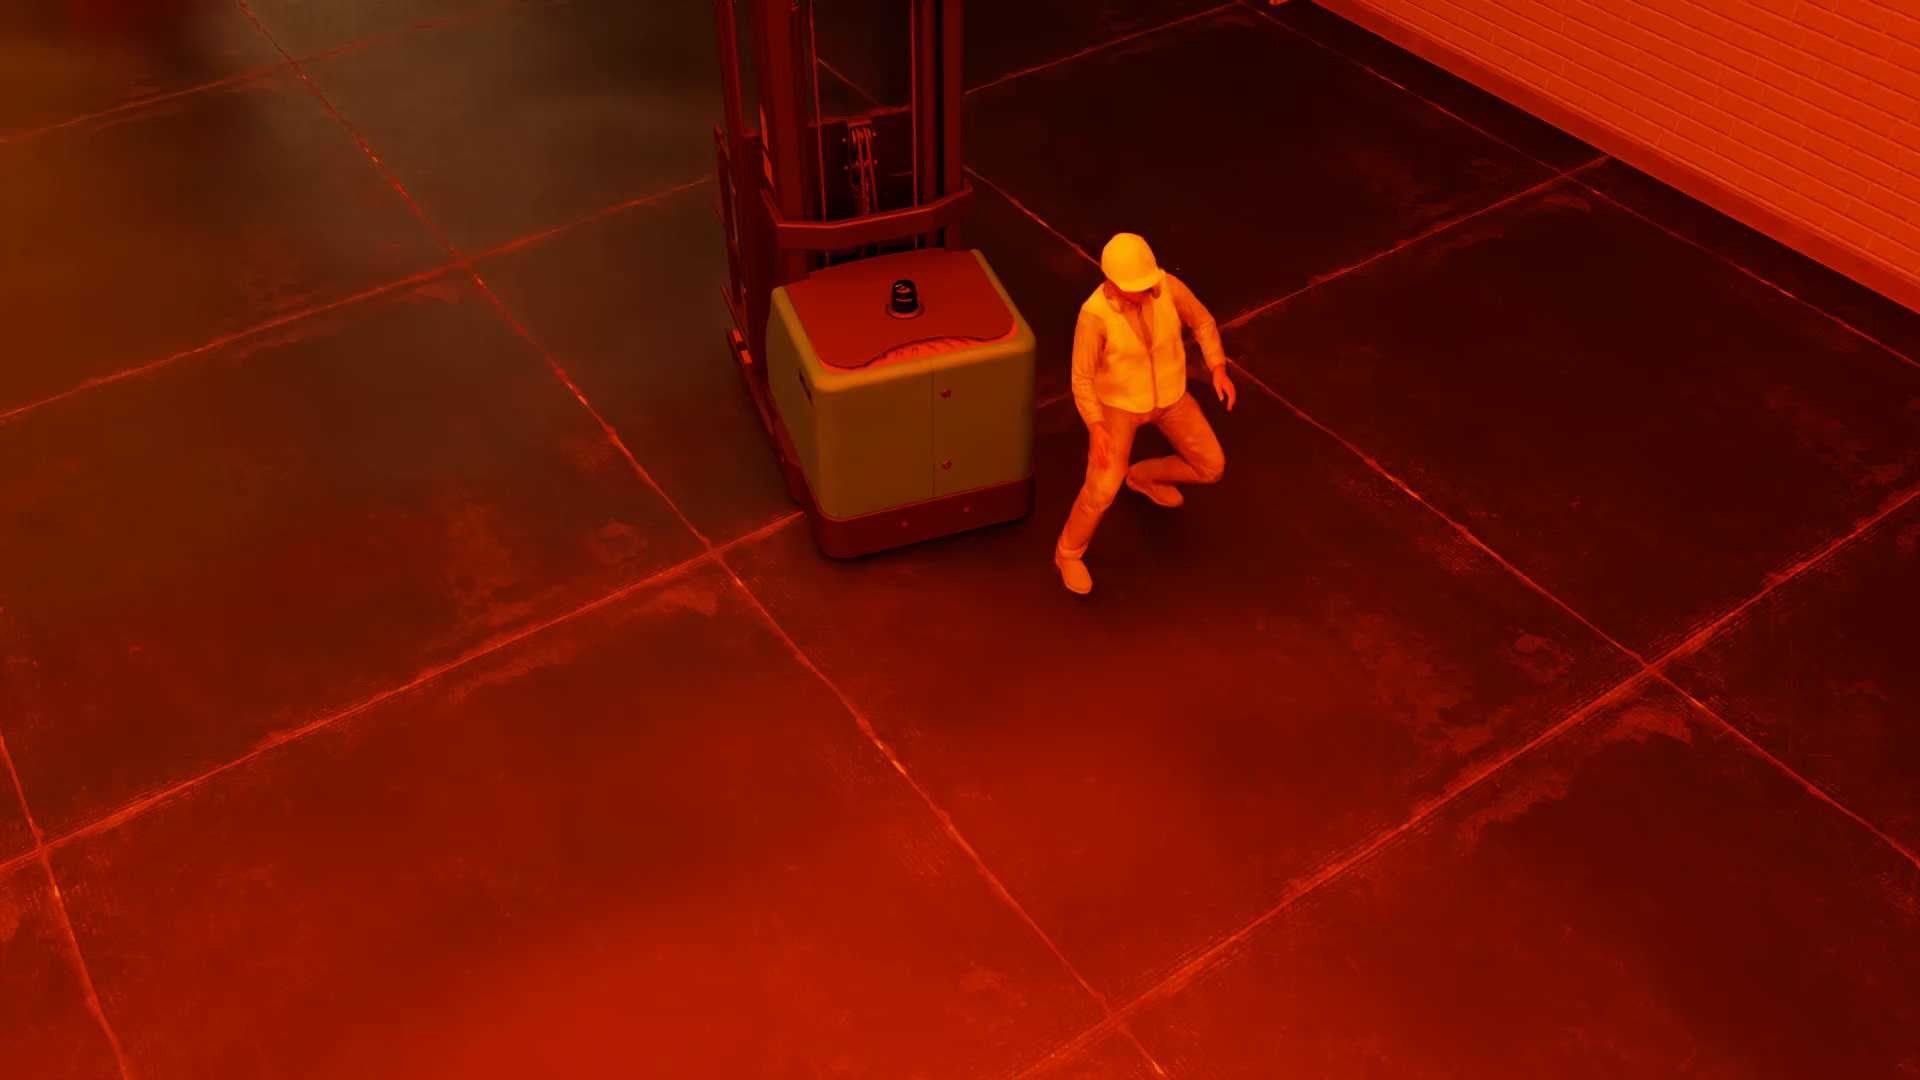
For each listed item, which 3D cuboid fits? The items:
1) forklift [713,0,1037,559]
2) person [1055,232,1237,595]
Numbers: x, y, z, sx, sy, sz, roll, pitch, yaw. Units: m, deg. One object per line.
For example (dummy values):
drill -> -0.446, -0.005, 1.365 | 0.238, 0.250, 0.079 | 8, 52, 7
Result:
forklift -> -0.611, -2.003, 7.889 | 1.130, 2.935, 3.031 | -13, 44, -14
person -> 0.796, -0.599, 7.350 | 0.829, 1.588, 0.701 | -15, 45, -15
